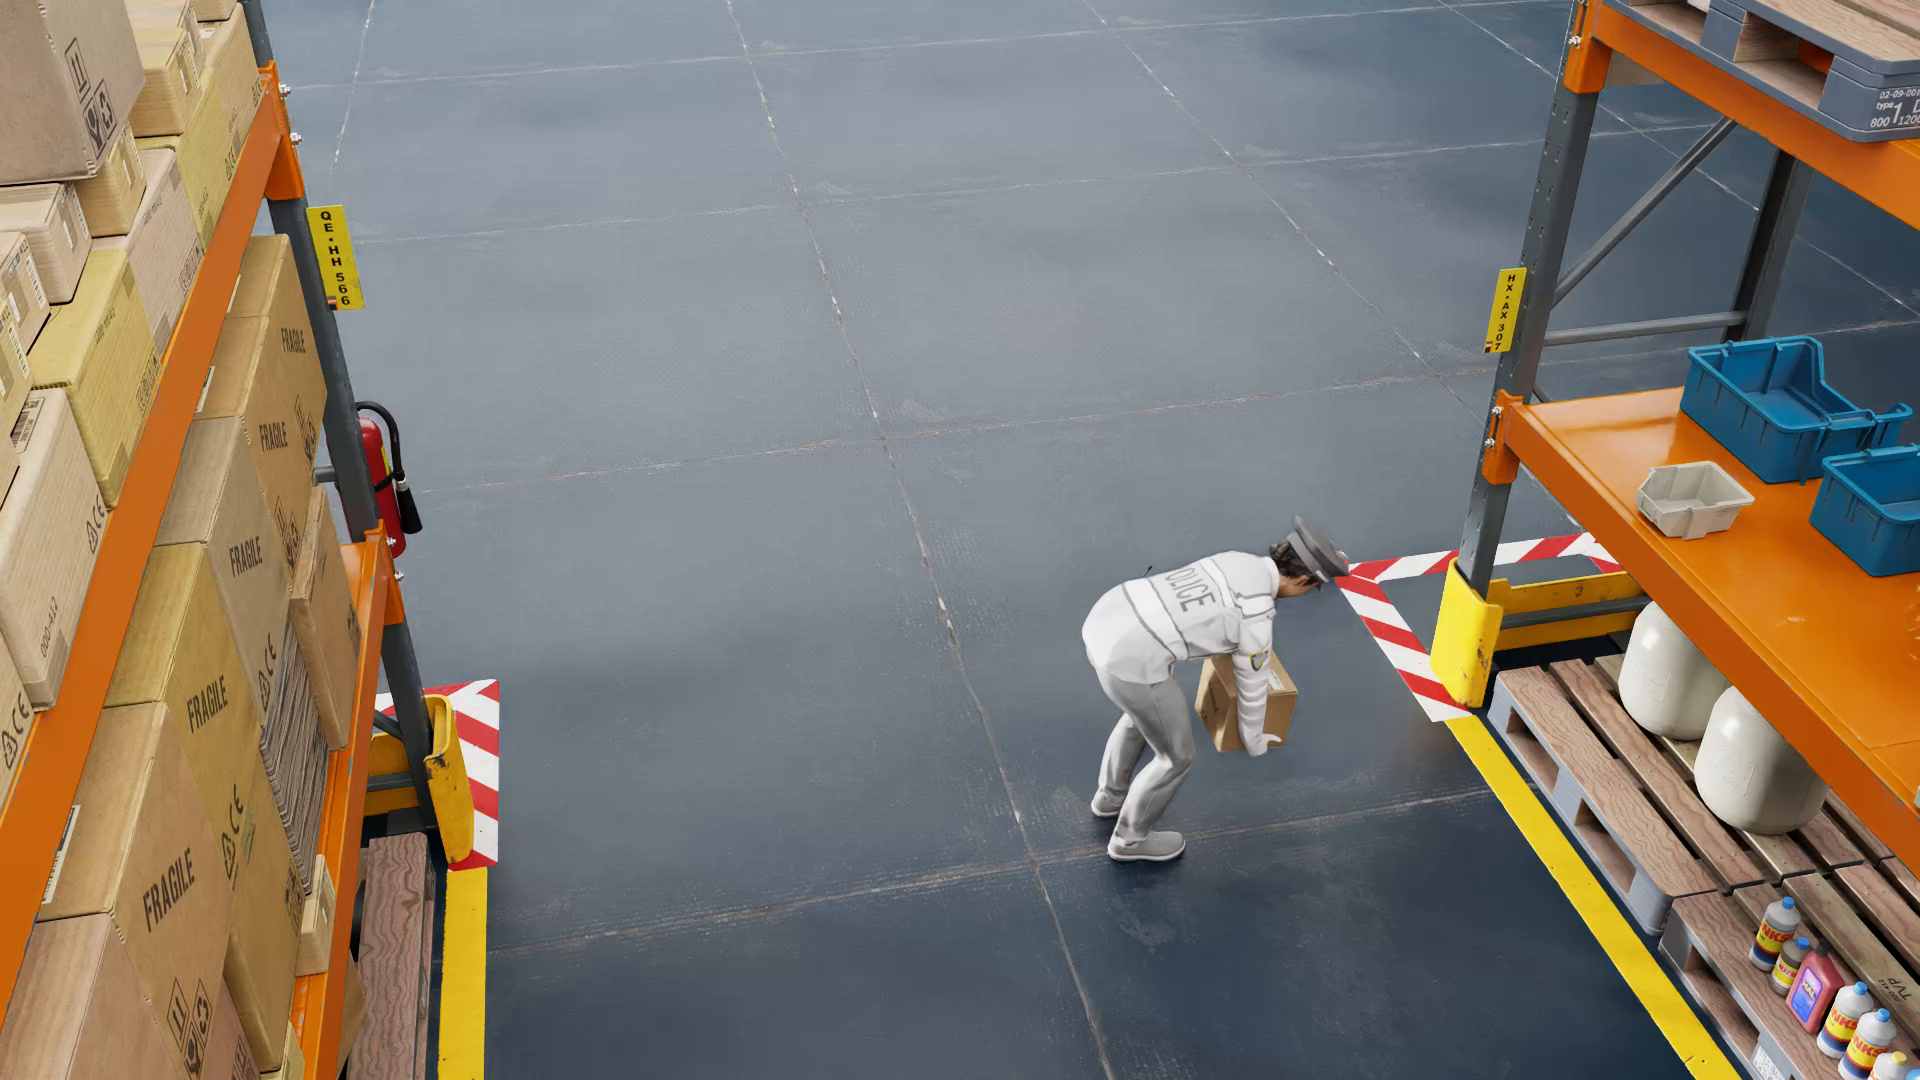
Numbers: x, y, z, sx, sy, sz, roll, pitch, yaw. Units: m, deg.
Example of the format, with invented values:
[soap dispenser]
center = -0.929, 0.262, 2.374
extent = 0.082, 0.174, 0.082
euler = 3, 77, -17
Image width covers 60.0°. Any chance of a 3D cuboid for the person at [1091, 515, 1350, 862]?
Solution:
[person]
center = 0.868, 0.506, 5.778
extent = 0.898, 1.251, 0.400
euler = -8, 35, -12
